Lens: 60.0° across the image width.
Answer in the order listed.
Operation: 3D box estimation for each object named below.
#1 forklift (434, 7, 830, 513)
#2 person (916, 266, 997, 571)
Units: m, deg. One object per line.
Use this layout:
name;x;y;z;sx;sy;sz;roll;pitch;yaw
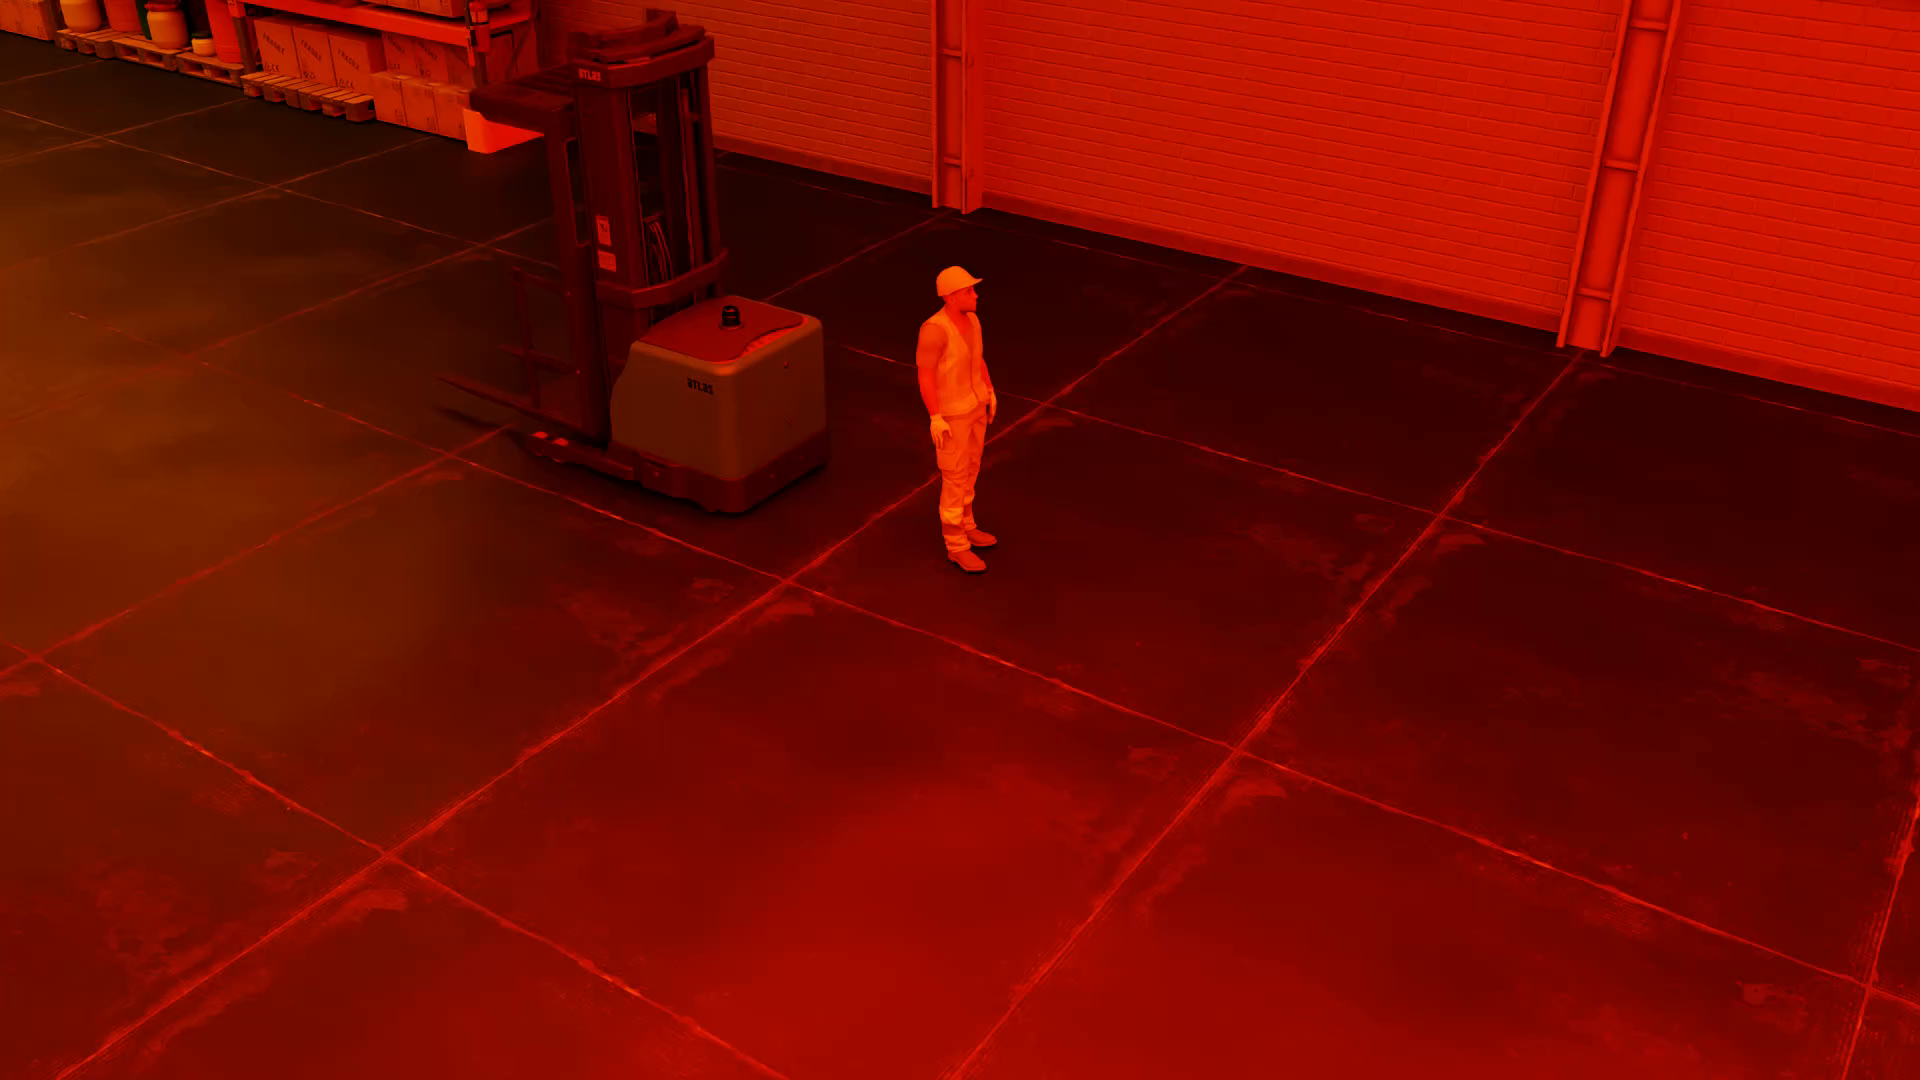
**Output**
forklift;-2.394;-1.997;11.021;3.031;2.935;1.130;19;35;29
person;0.061;-0.753;10.001;0.562;1.789;0.638;19;35;29
